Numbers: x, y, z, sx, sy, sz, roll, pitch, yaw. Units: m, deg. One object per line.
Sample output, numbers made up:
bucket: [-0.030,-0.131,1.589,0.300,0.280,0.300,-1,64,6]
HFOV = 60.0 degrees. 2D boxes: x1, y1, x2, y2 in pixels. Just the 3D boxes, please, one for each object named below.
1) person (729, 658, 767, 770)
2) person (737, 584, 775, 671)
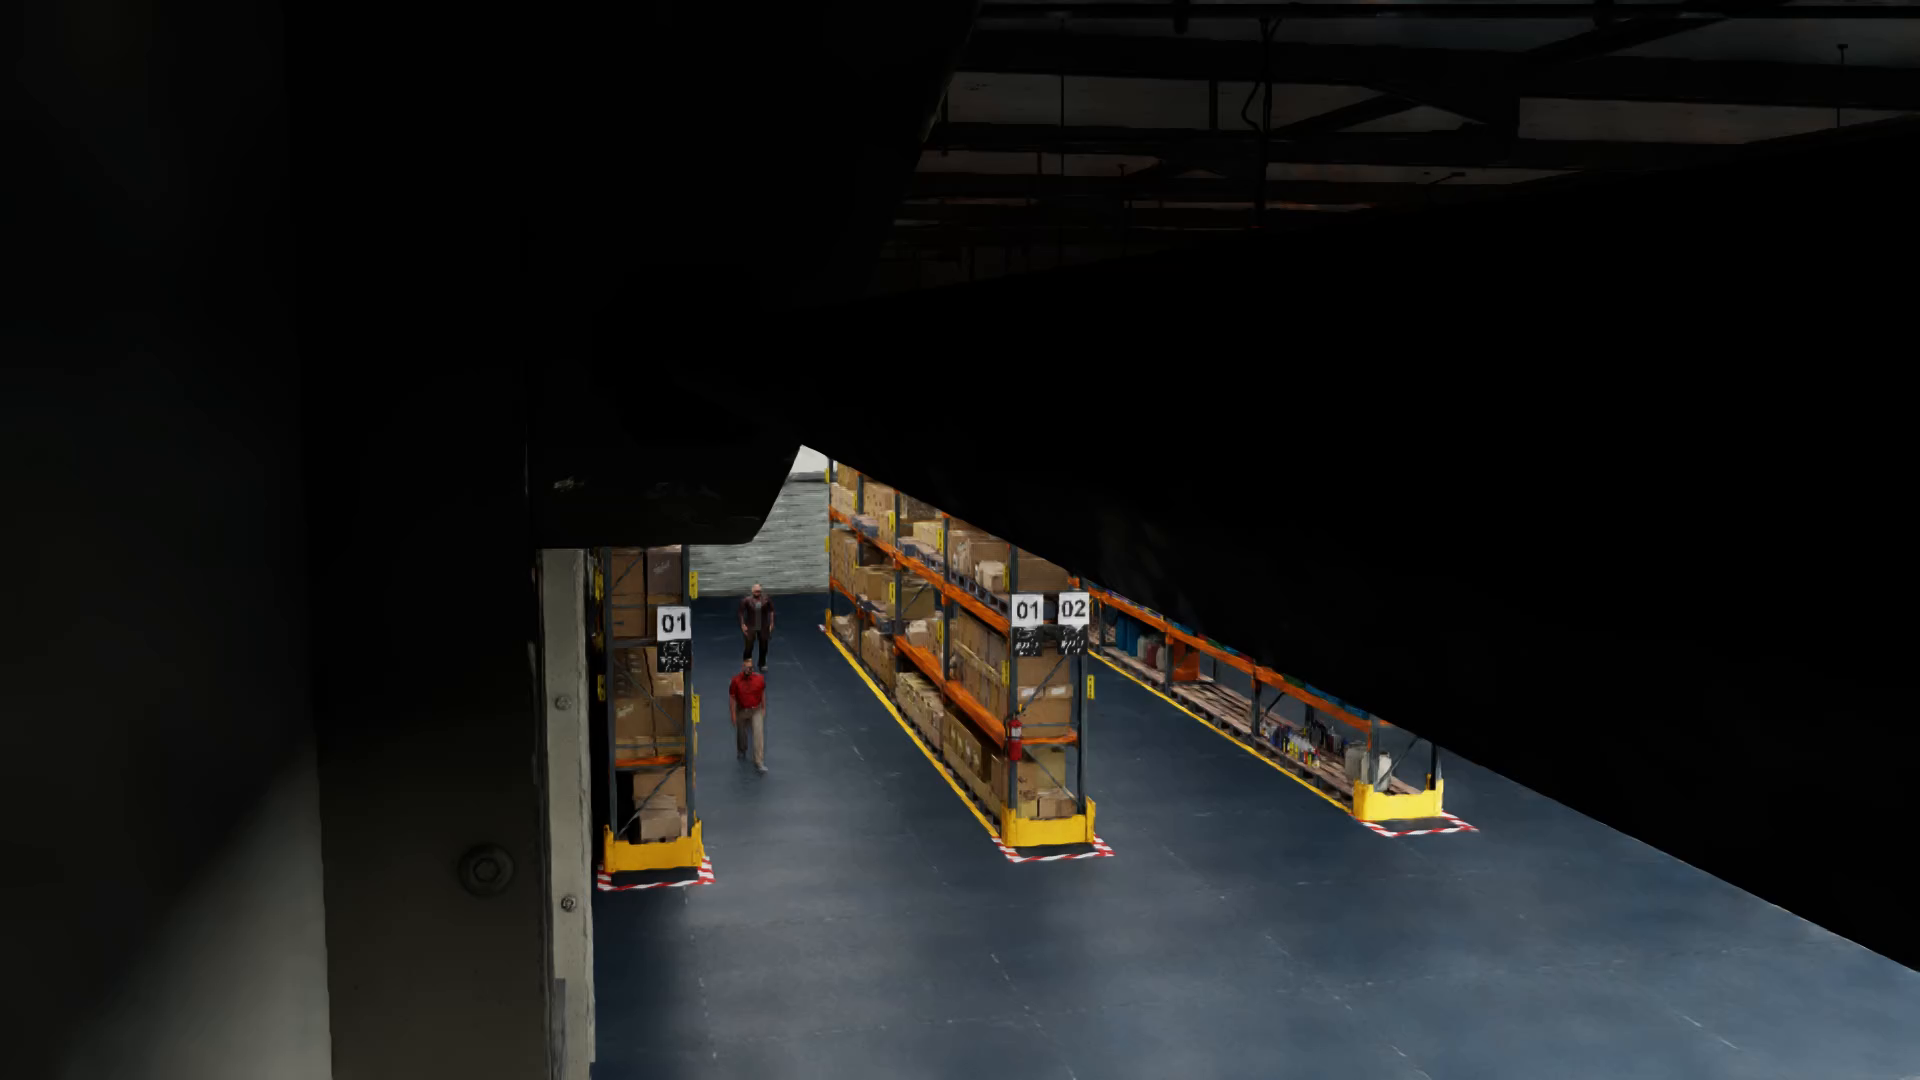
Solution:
person: [-3.166,2.559,24.797,0.542,1.645,1.126,-1,7,-10]
person: [-3.929,1.728,32.039,0.729,1.631,0.546,-2,7,-14]
